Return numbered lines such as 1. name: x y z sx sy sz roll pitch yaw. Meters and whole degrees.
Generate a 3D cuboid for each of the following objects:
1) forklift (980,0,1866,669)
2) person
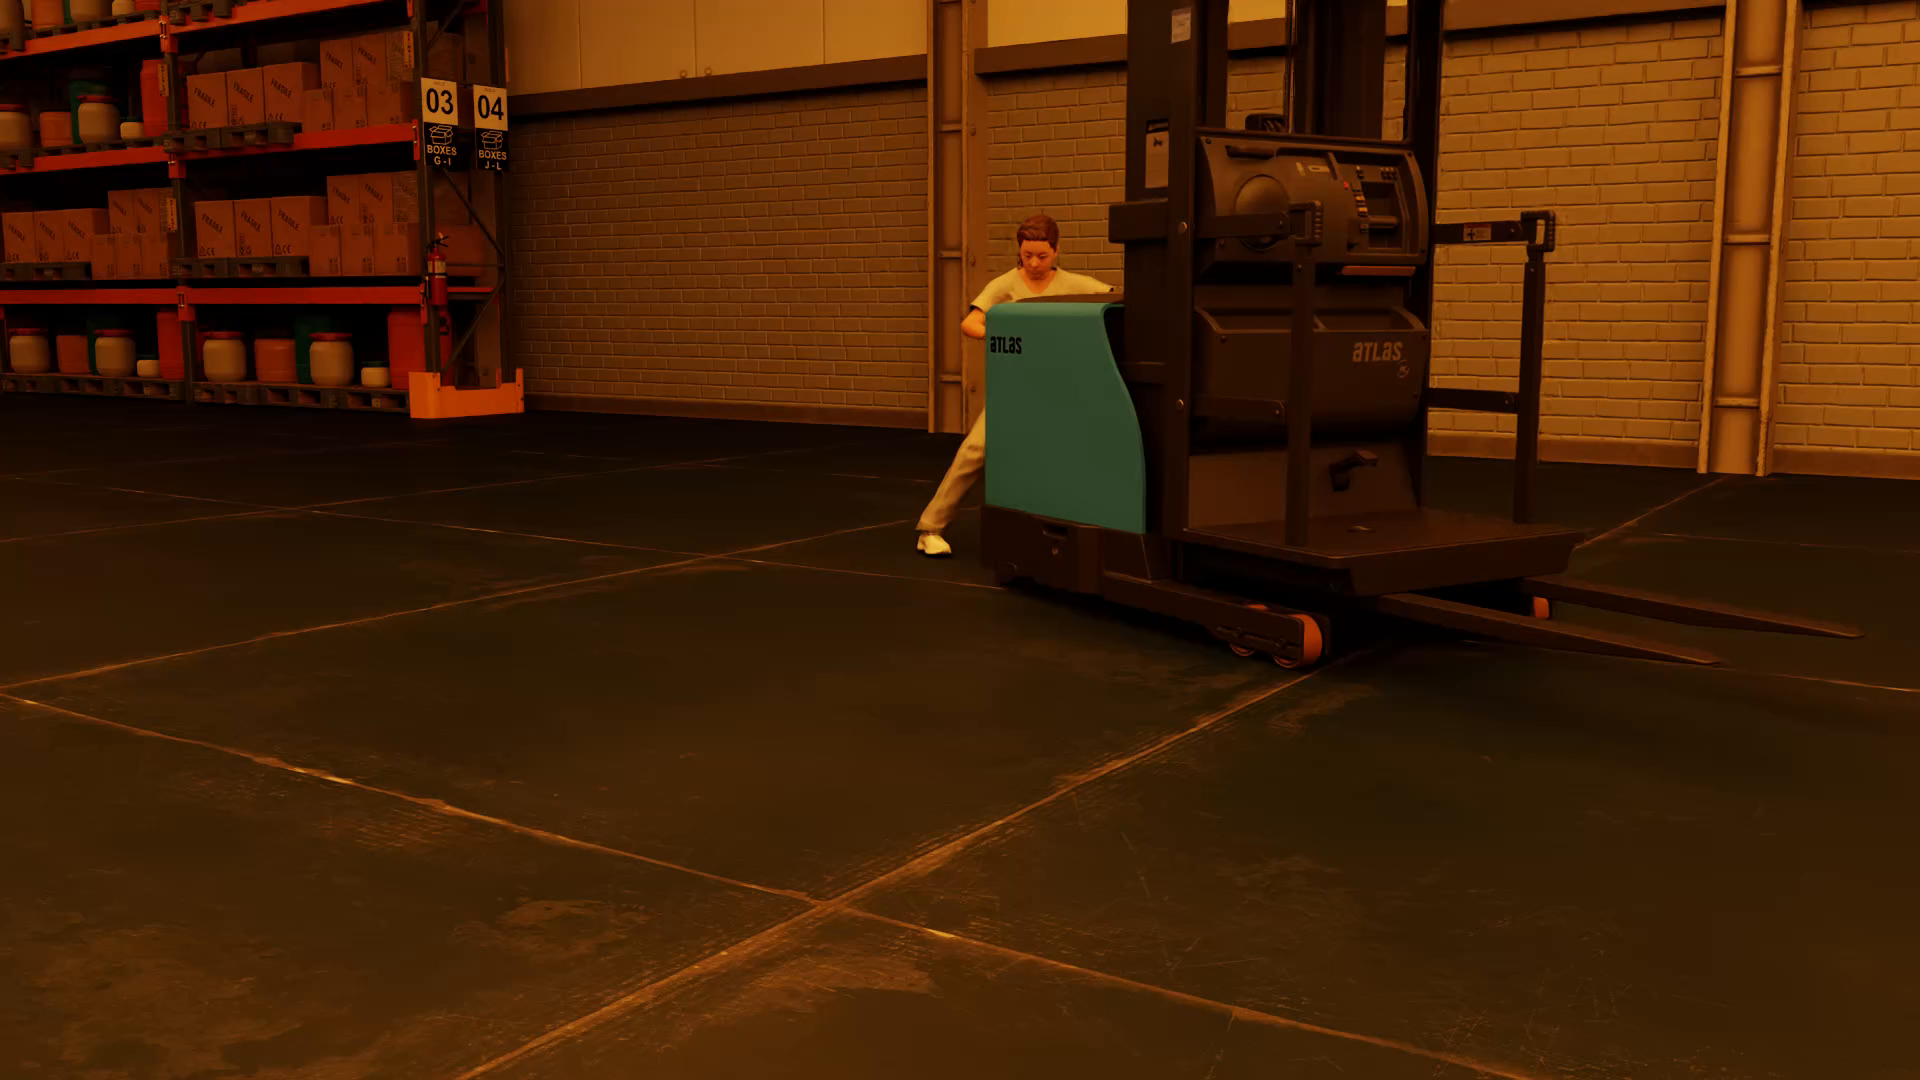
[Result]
1. forklift: 1.276 -1.144 5.236 1.130 2.935 3.031 -5 9 -31
2. person: 0.393 -0.683 7.232 1.173 1.454 0.632 0 8 1
